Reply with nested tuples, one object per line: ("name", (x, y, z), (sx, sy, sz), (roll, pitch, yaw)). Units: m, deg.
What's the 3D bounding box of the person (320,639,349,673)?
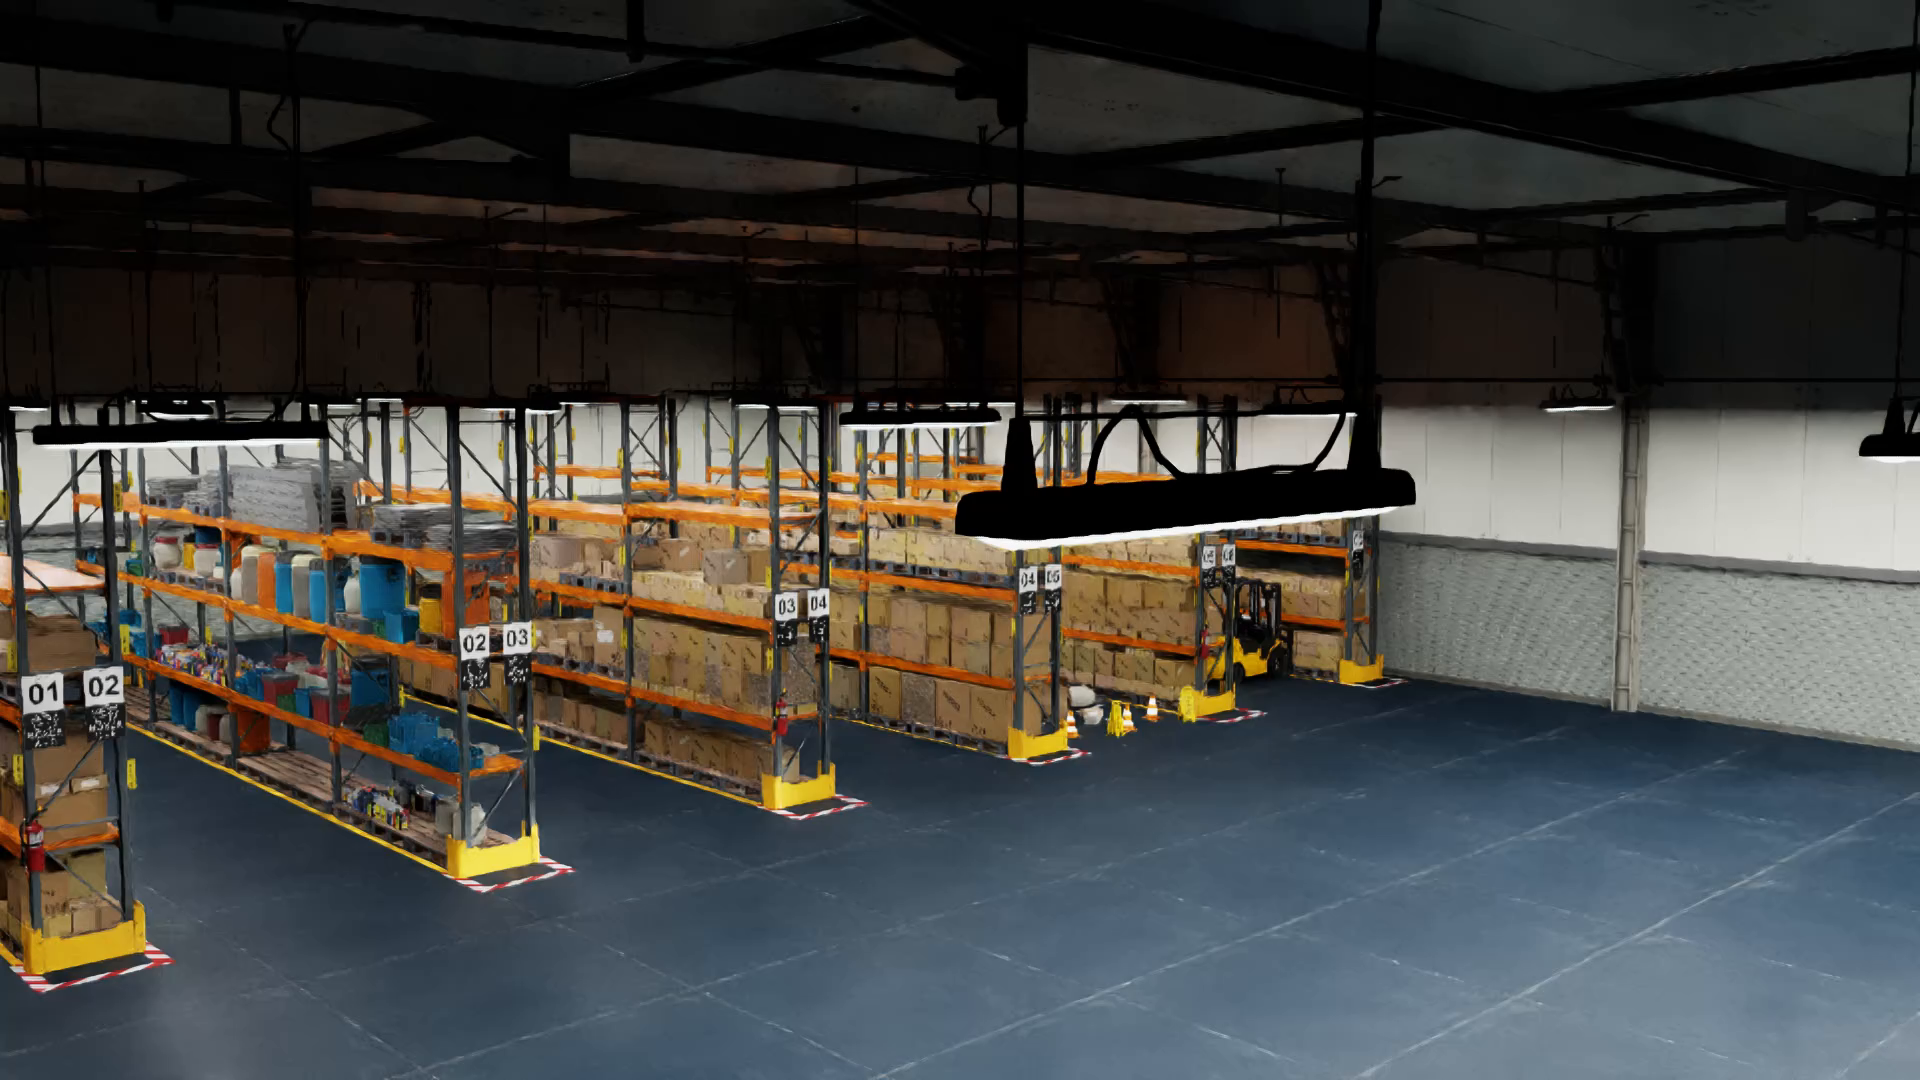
("person", (-12.040, 2.425, 32.070), (0.456, 1.613, 1.019), (-5, 8, -44))
